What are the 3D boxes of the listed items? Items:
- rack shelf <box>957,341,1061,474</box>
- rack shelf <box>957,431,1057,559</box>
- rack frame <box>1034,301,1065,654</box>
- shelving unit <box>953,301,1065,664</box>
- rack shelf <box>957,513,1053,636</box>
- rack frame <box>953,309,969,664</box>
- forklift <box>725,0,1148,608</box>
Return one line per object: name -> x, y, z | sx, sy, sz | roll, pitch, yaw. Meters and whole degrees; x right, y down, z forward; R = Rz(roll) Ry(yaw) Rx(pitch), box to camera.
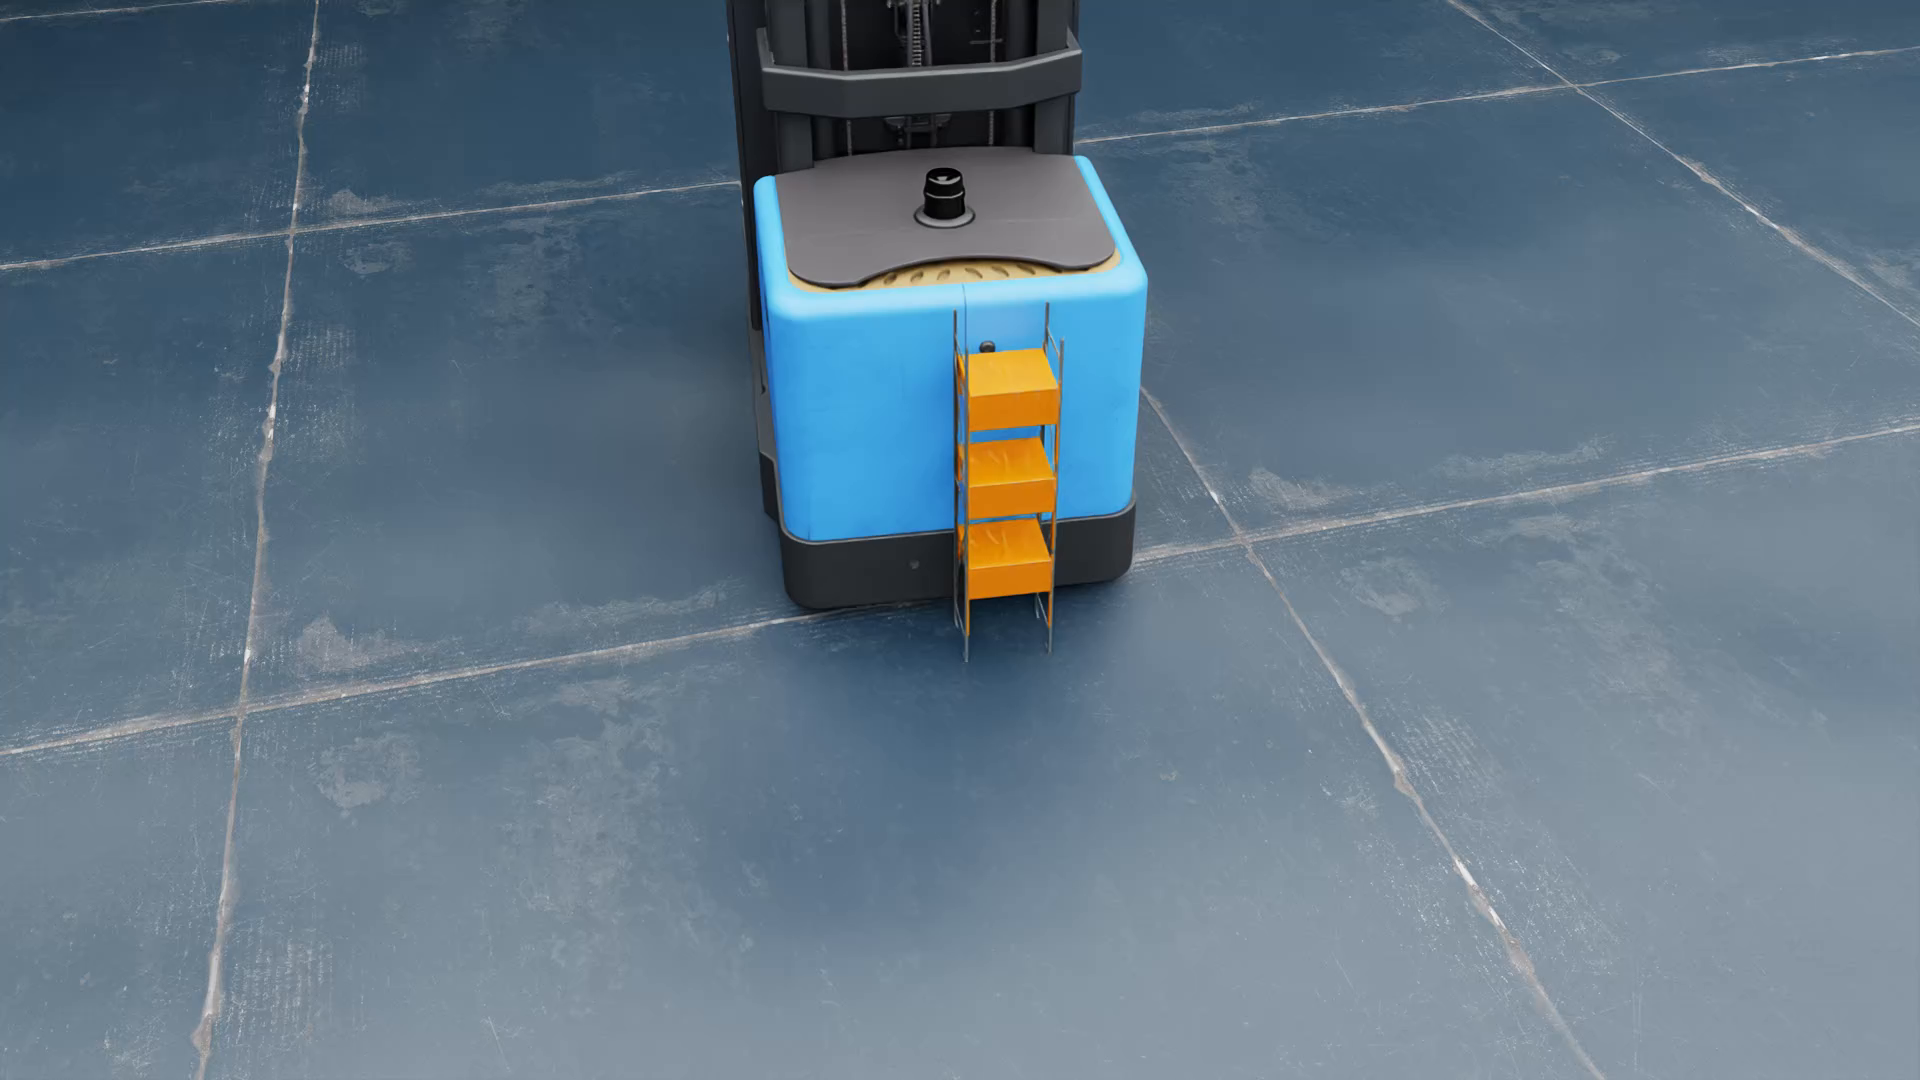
rack shelf -> 0.123, -0.350, 4.394 | 0.240, 0.259, 0.215 | -6, 38, -8
rack shelf -> 0.123, -0.125, 4.567 | 0.240, 0.259, 0.215 | -6, 38, -8
rack frame -> 0.243, -0.146, 4.577 | 0.008, 1.050, 0.200 | -6, 38, -8
shelving unit -> 0.123, -0.134, 4.560 | 0.252, 1.050, 0.215 | -6, 38, -8
rack shelf -> 0.123, 0.096, 4.736 | 0.240, 0.259, 0.215 | -6, 38, -8
rack frame -> 0.002, -0.121, 4.544 | 0.008, 1.050, 0.200 | -6, 38, -8
forklift -> -0.212, -1.855, 5.262 | 1.130, 2.935, 3.031 | -5, 38, -7
